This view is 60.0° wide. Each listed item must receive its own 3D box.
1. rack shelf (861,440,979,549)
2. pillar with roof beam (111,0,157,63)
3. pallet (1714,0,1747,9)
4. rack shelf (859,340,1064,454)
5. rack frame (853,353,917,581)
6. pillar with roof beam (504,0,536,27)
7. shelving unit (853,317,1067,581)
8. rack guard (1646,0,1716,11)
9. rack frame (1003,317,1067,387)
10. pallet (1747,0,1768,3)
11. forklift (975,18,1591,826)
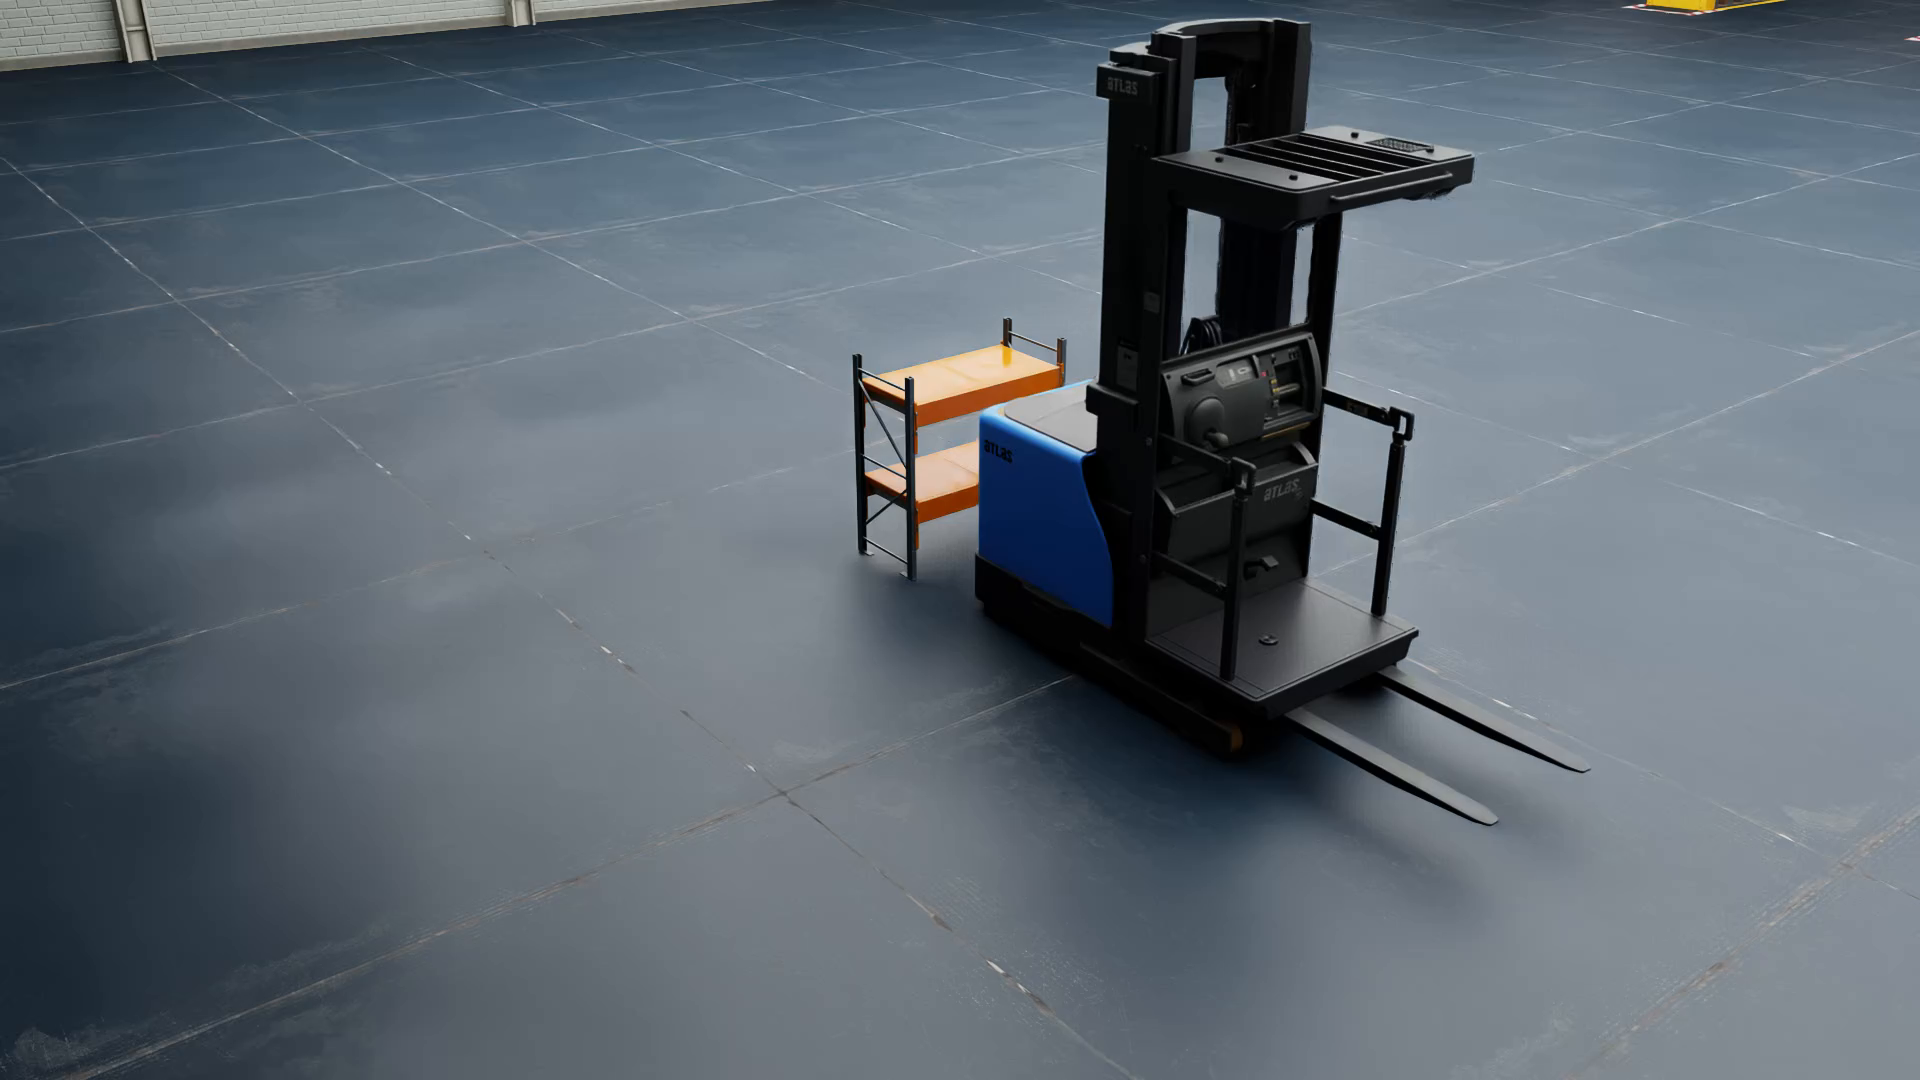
[{"bbox_3d":[0.005,-0.290,9.120,1.000,0.278,0.538,-18,31,-34],"label":"rack shelf"},{"bbox_3d":[-9.412,-9.723,19.510,0.400,9.000,9.100,-18,31,-34],"label":"pillar with roof beam"},{"bbox_3d":[13.587,-9.891,30.312,1.213,0.211,1.003,-18,31,-34],"label":"pallet"},{"bbox_3d":[0.005,-0.777,8.894,1.000,0.278,0.538,-18,31,-34],"label":"rack shelf"},{"bbox_3d":[-0.395,-0.380,8.732,0.032,1.125,0.500,-18,31,-34],"label":"rack frame"},{"bbox_3d":[-4.691,-11.281,22.868,0.400,9.000,9.100,-18,31,-34],"label":"pillar with roof beam"},{"bbox_3d":[0.005,-0.512,9.017,1.048,1.125,0.538,-18,31,-34],"label":"shelving unit"},{"bbox_3d":[12.944,-9.813,29.800,0.348,0.500,1.175,-18,31,-34],"label":"rack guard"},{"bbox_3d":[0.405,-0.644,9.302,0.032,1.125,0.500,-18,31,-34],"label":"rack frame"},{"bbox_3d":[14.546,-10.206,30.991,1.213,0.211,1.003,-18,31,-34],"label":"pallet"},{"bbox_3d":[1.372,-0.625,7.115,1.130,2.935,3.031,-18,30,-34],"label":"forklift"}]
